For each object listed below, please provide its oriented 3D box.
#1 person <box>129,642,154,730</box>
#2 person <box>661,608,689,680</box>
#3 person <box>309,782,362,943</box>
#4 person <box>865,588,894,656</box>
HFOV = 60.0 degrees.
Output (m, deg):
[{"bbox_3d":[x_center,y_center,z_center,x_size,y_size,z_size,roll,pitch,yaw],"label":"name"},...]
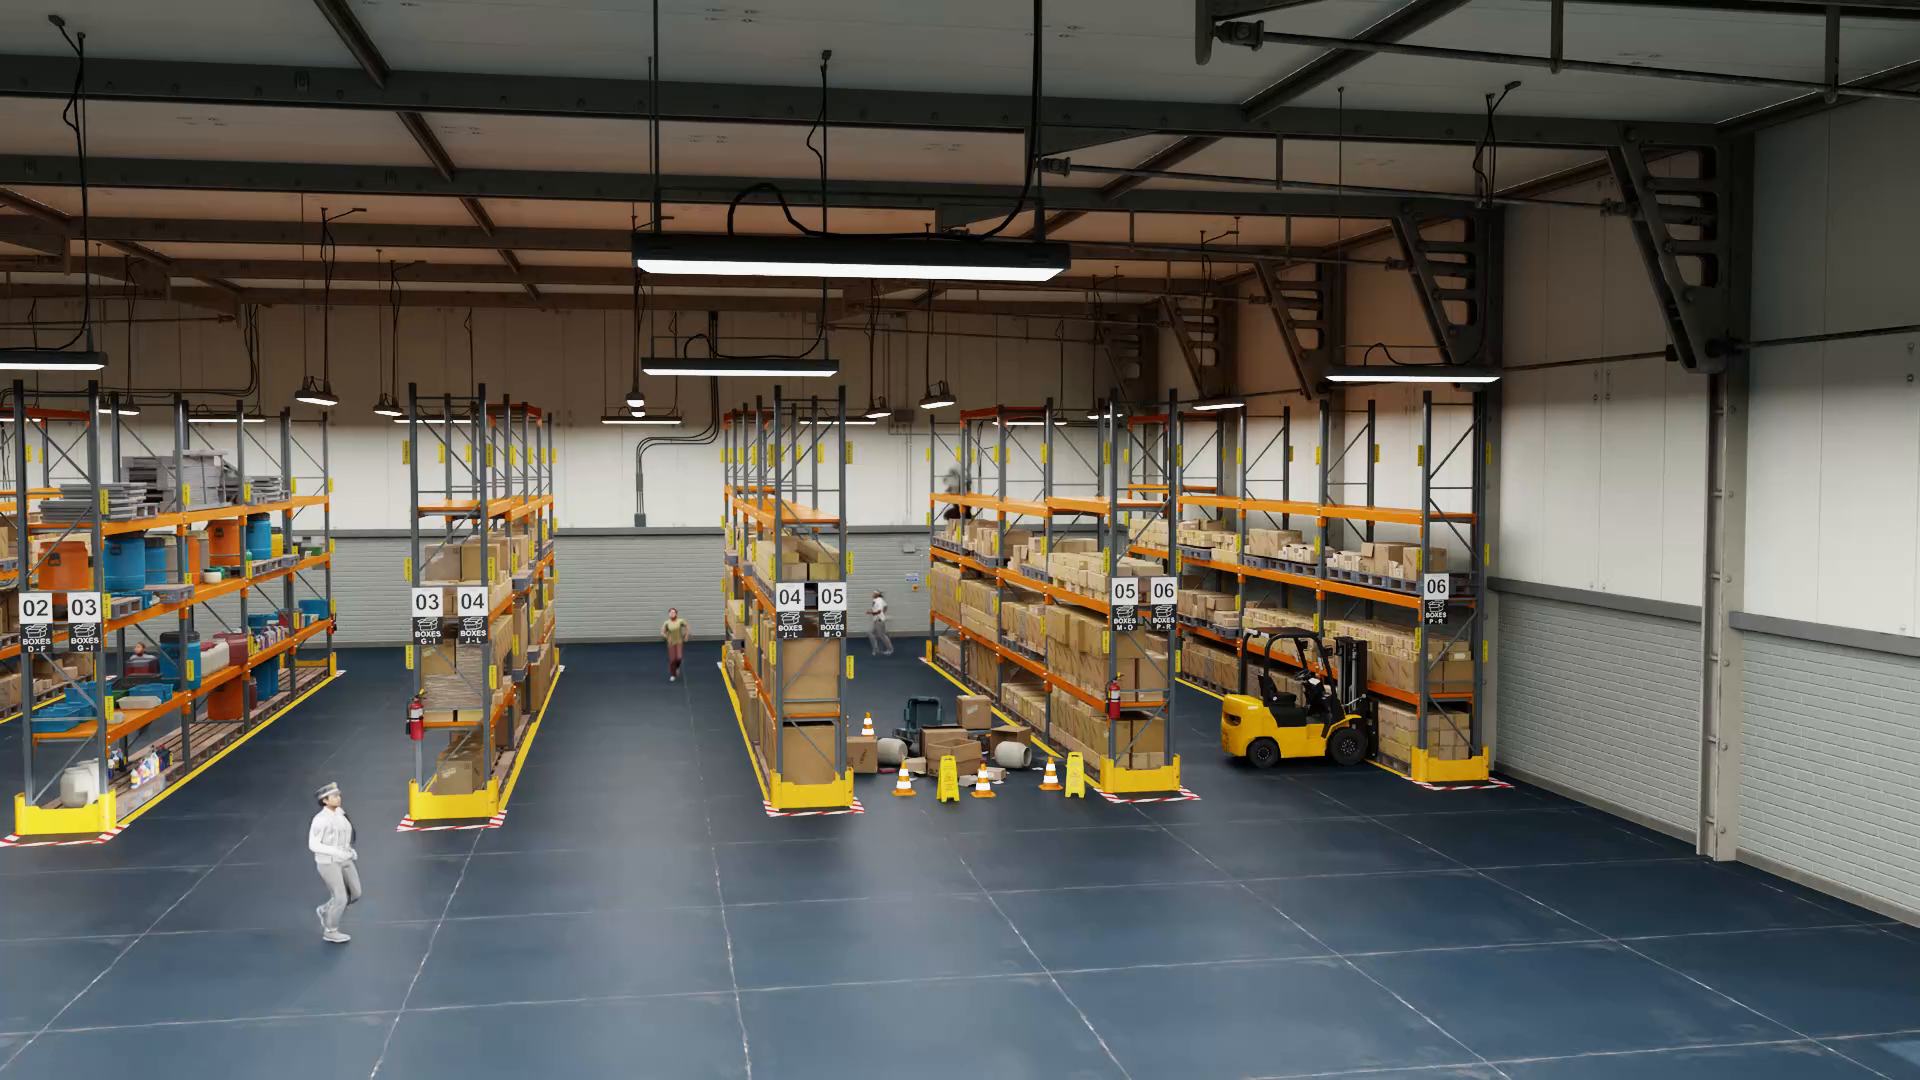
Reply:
[{"bbox_3d":[-14.887,2.662,30.223,0.588,1.613,0.574,0,3,-9],"label":"person"},{"bbox_3d":[-6.321,2.321,36.924,0.604,1.627,0.656,0,3,-7],"label":"person"},{"bbox_3d":[-6.425,3.305,17.110,0.566,1.650,0.610,1,3,14],"label":"person"},{"bbox_3d":[-2.009,2.063,41.482,0.709,1.748,0.546,-1,3,-11],"label":"person"}]
